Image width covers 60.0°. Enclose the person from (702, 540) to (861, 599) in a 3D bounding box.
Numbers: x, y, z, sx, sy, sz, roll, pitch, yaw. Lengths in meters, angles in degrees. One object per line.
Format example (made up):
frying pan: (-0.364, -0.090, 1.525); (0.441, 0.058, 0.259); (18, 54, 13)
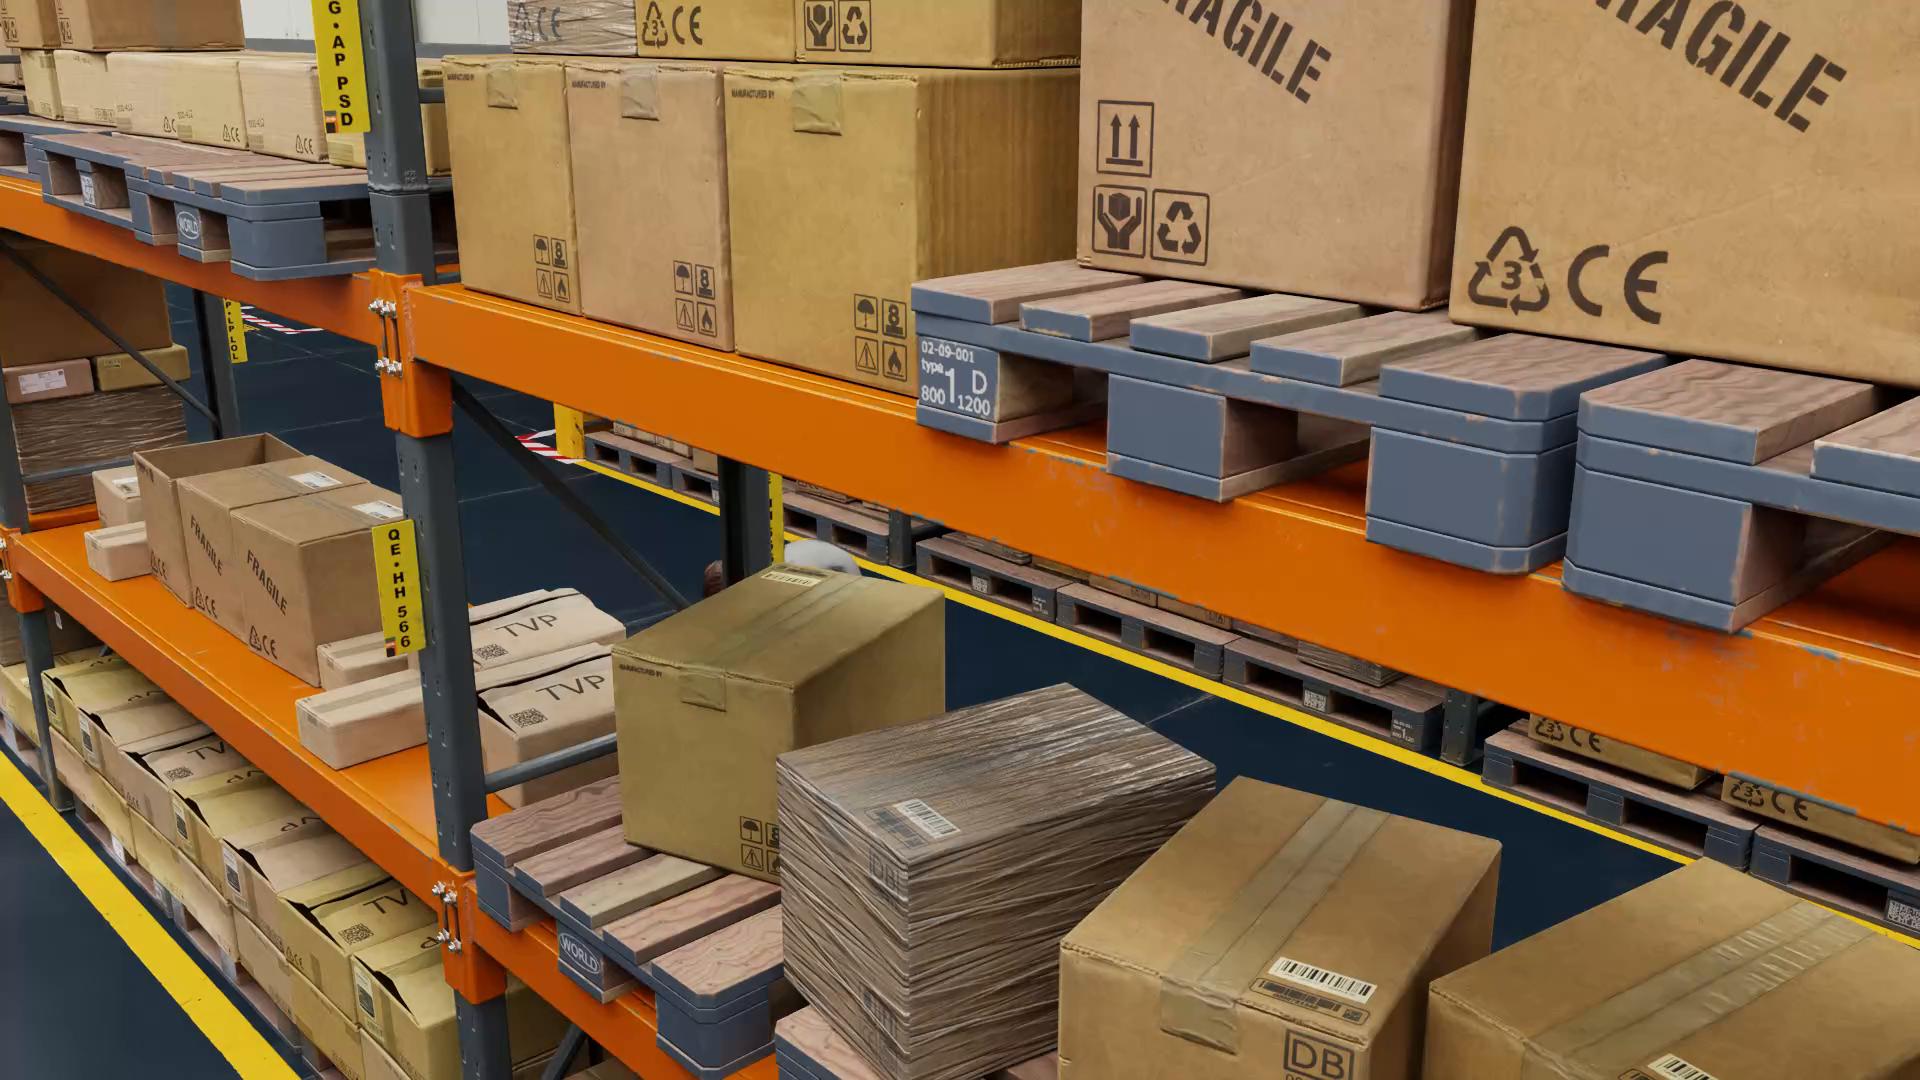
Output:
person: (-0.831, 0.522, 7.828); (0.390, 1.051, 0.864); (17, 24, 42)
